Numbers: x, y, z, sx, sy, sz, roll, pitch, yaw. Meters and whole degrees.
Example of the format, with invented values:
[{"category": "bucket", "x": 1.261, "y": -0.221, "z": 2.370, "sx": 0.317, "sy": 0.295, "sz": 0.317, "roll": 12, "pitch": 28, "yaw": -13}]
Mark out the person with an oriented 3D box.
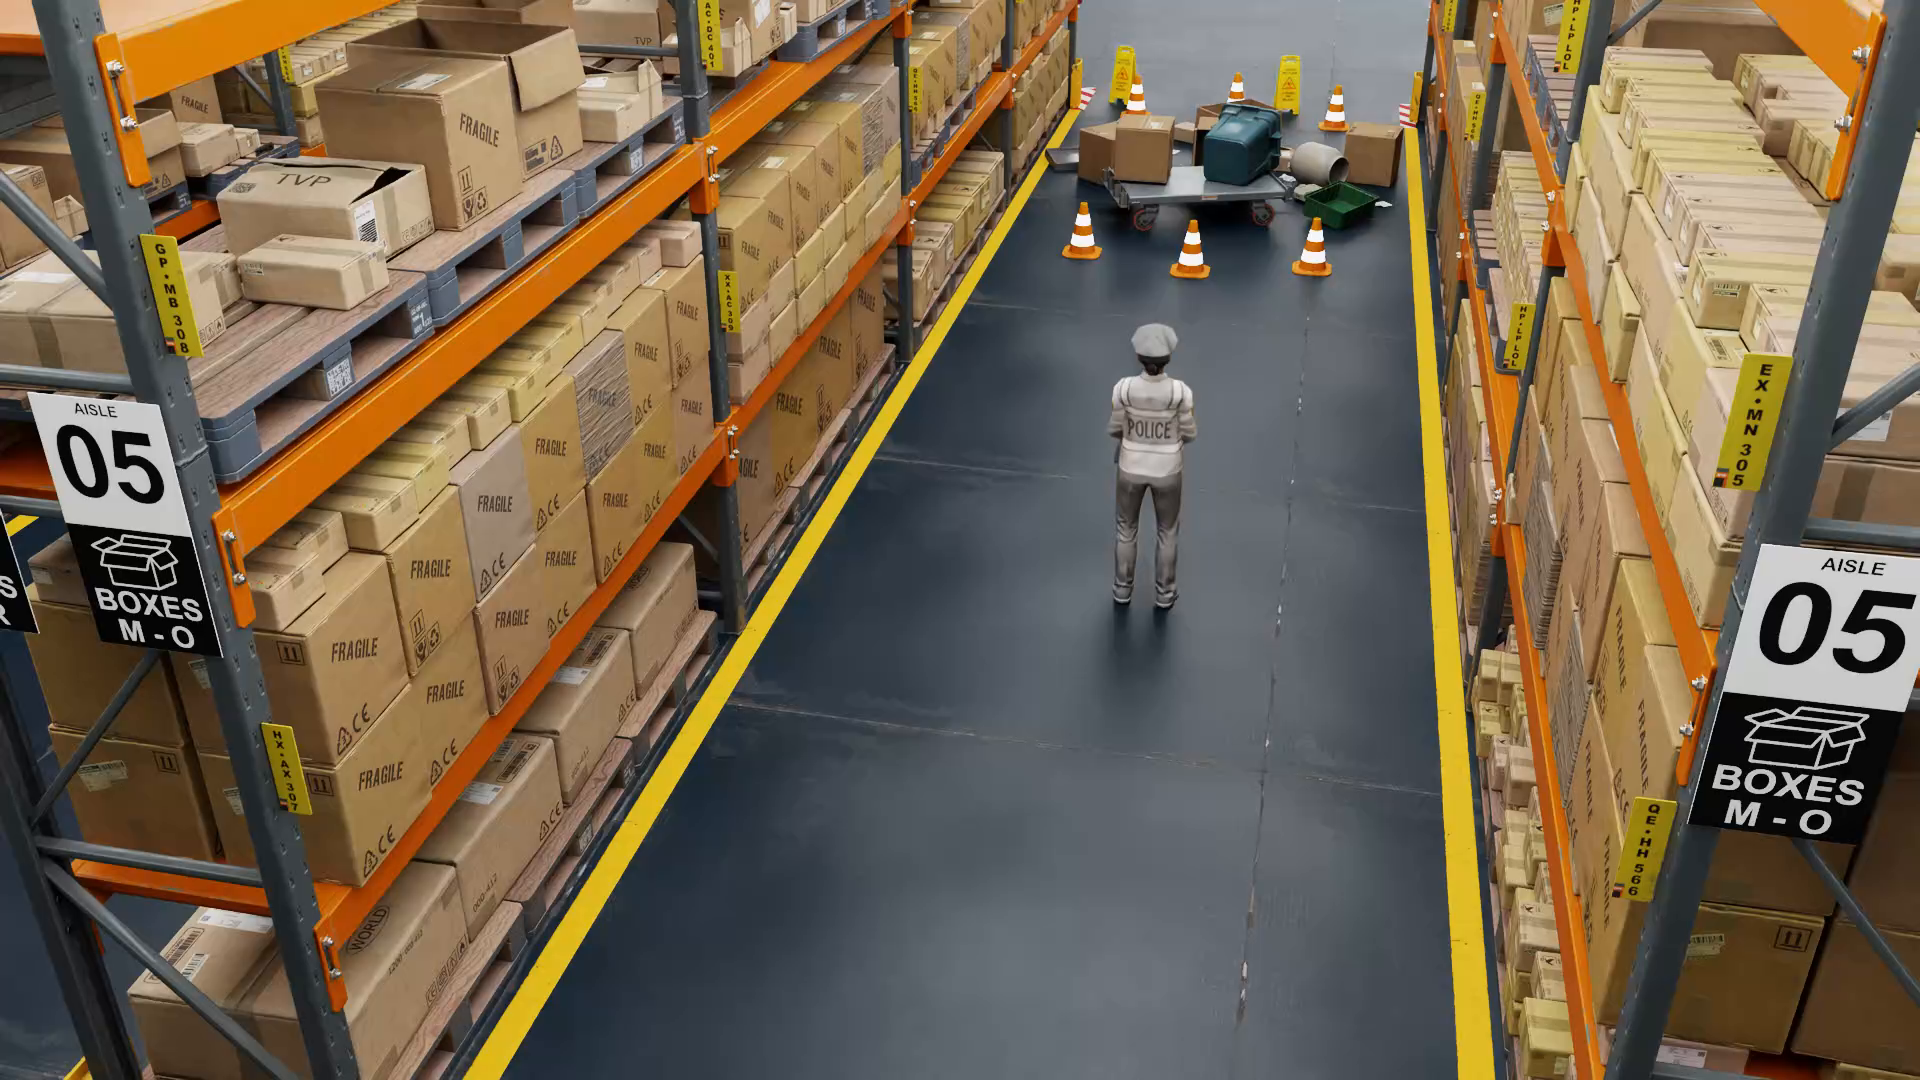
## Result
[{"category": "person", "x": 1.068, "y": -0.424, "z": 9.348, "sx": 0.495, "sy": 1.688, "sz": 0.451, "roll": 6, "pitch": 29, "yaw": 10}]
